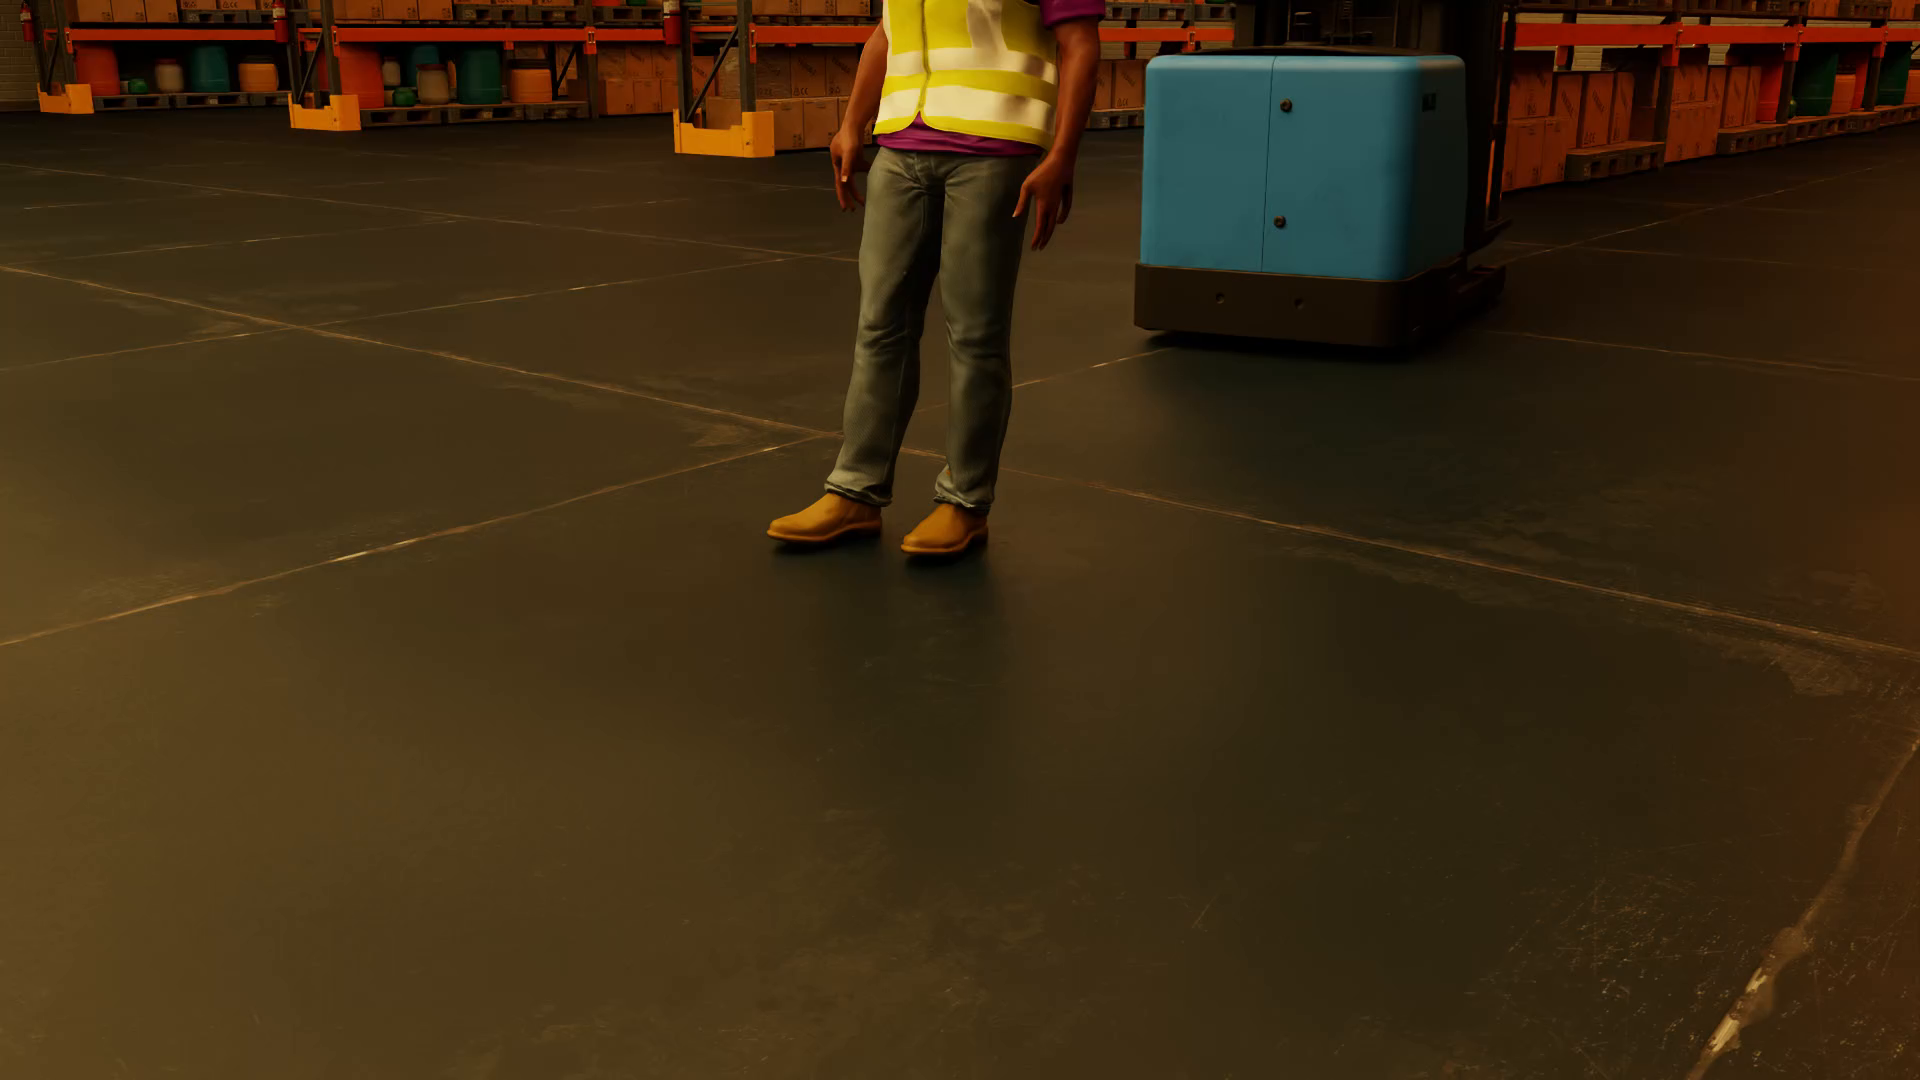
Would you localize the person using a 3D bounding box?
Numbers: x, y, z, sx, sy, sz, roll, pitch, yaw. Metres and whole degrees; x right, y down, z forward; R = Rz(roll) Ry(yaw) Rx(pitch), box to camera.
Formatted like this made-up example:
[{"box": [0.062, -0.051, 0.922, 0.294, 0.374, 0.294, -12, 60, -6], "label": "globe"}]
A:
[{"box": [-0.049, -0.837, 3.635, 0.665, 1.768, 0.575, 13, 21, 37], "label": "person"}]

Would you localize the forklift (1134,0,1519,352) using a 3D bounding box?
[{"box": [1.802, -2.473, 7.042, 1.130, 2.935, 3.031, 9, 19, 26], "label": "forklift"}]
